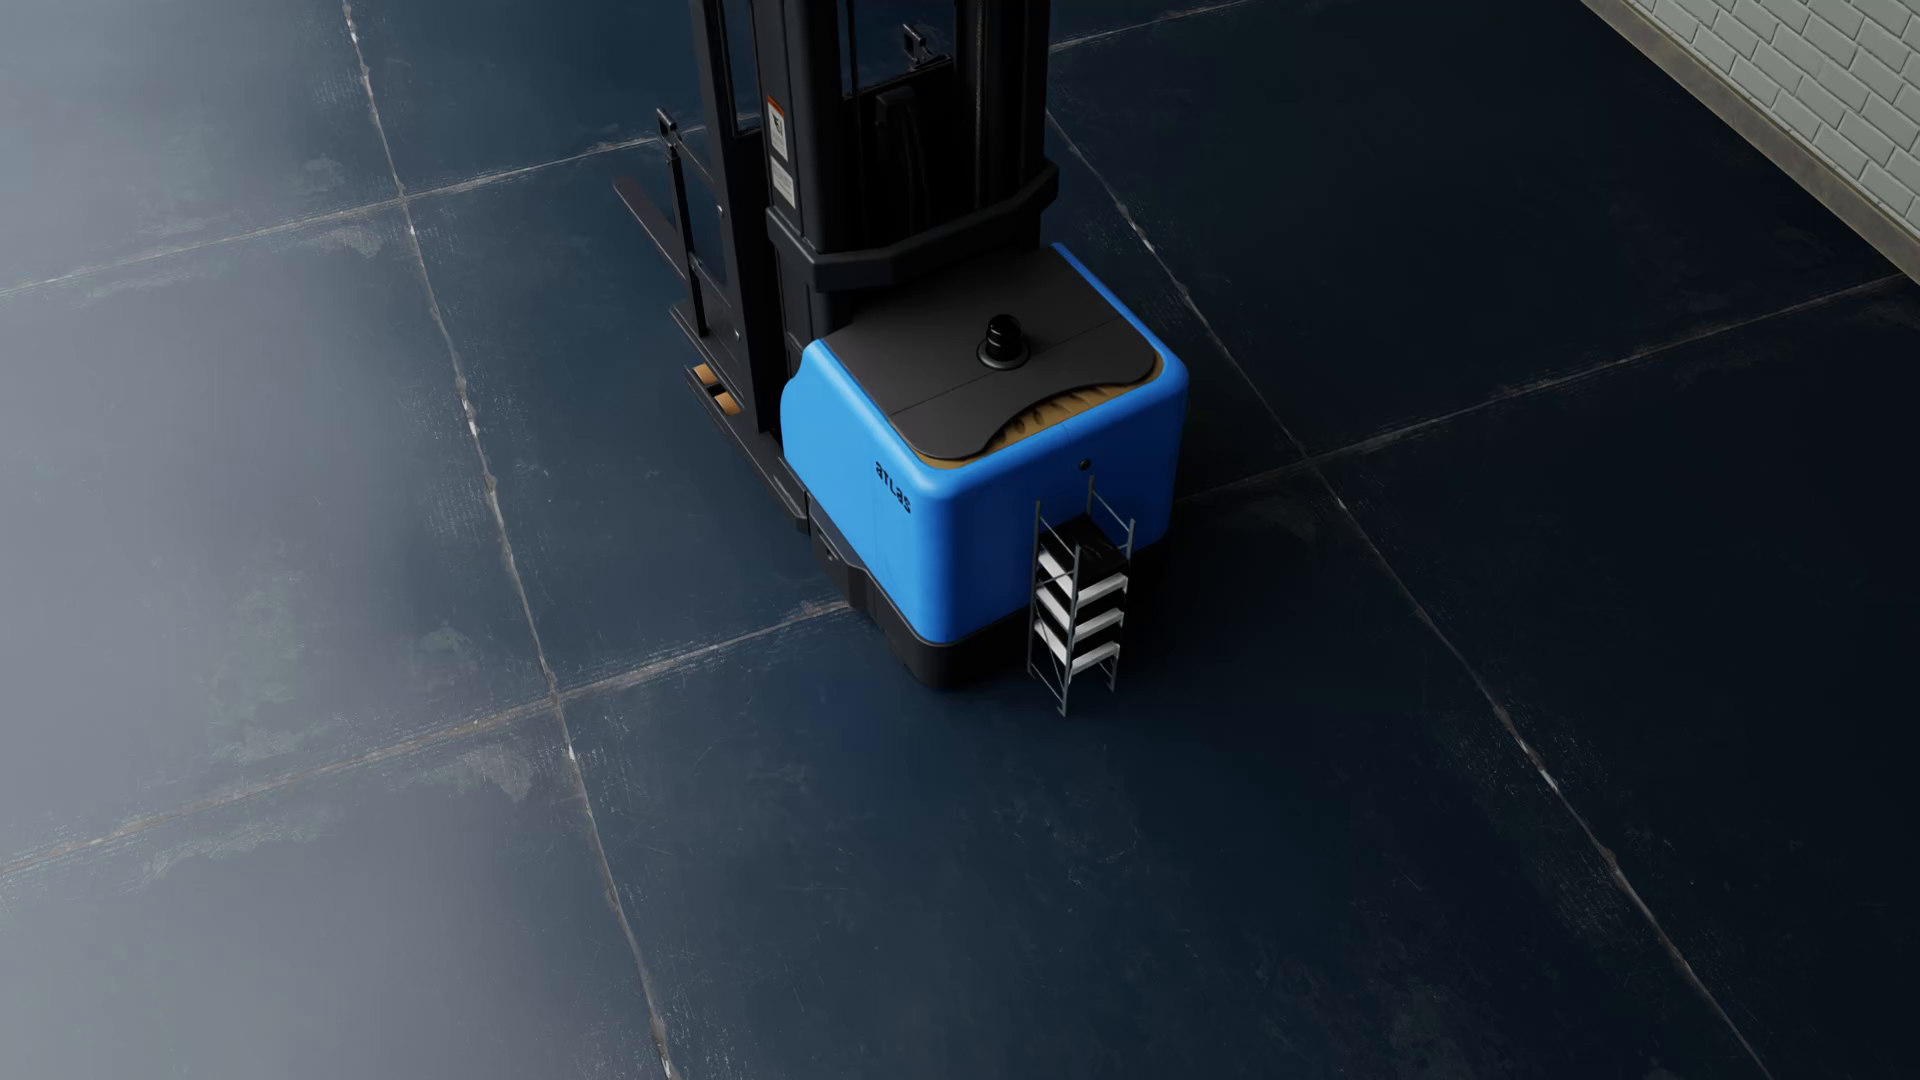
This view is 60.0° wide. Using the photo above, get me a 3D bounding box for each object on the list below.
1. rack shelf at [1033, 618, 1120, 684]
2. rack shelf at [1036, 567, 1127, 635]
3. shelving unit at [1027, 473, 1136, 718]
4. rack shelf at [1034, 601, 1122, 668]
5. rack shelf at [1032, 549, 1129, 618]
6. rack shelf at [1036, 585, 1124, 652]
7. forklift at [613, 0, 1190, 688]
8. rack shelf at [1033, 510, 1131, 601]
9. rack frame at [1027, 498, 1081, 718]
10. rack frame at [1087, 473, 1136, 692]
[{"bbox_3d":[0.387,0.339,5.646,0.200,0.077,0.258,-25,54,-20],"label":"rack shelf"},{"bbox_3d":[0.388,0.164,5.441,0.200,0.077,0.258,-25,54,-20],"label":"rack shelf"},{"bbox_3d":[0.388,0.201,5.484,0.210,0.900,0.258,-25,54,-20],"label":"shelving unit"},{"bbox_3d":[0.388,0.281,5.578,0.200,0.077,0.258,-25,54,-20],"label":"rack shelf"},{"bbox_3d":[0.388,0.106,5.372,0.200,0.077,0.258,-25,54,-20],"label":"rack shelf"},{"bbox_3d":[0.388,0.223,5.509,0.200,0.077,0.258,-25,54,-20],"label":"rack shelf"},{"bbox_3d":[-0.448,-1.552,5.651,1.130,2.935,3.031,-25,54,-20],"label":"forklift"},{"bbox_3d":[0.388,0.047,5.304,0.200,0.077,0.258,-25,54,-20],"label":"rack shelf"},{"bbox_3d":[0.301,0.242,5.449,0.006,0.900,0.240,-25,54,-20],"label":"rack frame"},{"bbox_3d":[0.474,0.160,5.519,0.006,0.900,0.240,-25,54,-20],"label":"rack frame"}]
